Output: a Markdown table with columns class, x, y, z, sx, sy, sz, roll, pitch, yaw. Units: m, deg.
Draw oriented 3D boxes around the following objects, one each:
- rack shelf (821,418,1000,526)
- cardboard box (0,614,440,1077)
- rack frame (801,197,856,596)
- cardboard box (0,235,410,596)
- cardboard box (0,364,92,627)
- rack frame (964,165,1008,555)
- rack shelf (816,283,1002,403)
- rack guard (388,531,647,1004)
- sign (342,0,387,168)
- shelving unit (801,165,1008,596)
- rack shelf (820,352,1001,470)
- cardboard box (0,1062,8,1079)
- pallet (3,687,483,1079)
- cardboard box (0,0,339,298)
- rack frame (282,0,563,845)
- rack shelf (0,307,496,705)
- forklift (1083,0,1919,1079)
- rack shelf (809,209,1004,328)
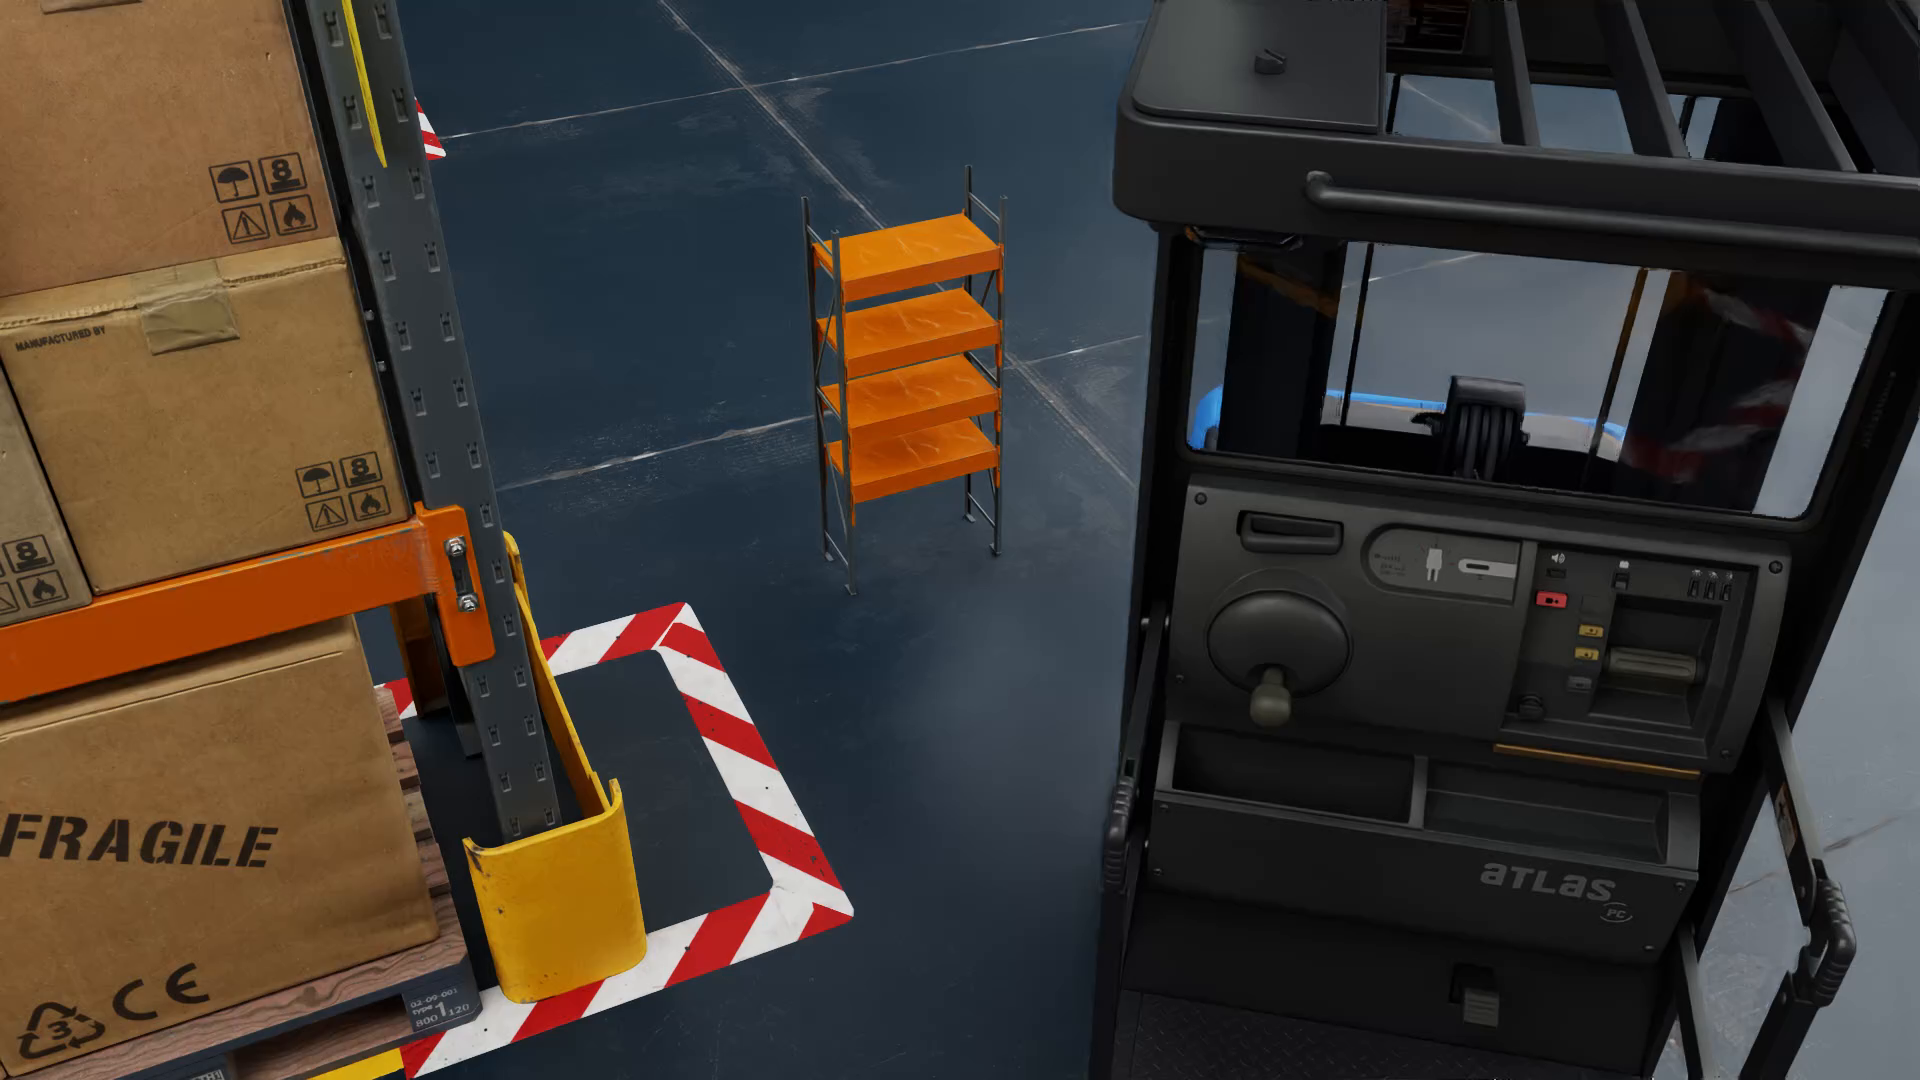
| class | x | y | z | sx | sy | sz | roll | pitch | yaw |
| --- | --- | --- | --- | --- | --- | --- | --- | --- | --- |
| rack shelf | -0.150 | -0.226 | 4.994 | 0.480 | 0.148 | 0.258 | -16 | 39 | -20 |
| cardboard box | -1.731 | 0.413 | 3.607 | 0.875 | 0.875 | 0.875 | -15 | 39 | -20 |
| rack frame | -0.371 | -0.378 | 4.753 | 0.015 | 1.200 | 0.240 | -16 | 39 | -20 |
| cardboard box | -1.462 | -0.421 | 3.174 | 0.550 | 0.550 | 0.875 | -16 | 39 | -20 |
| cardboard box | -1.951 | -0.270 | 2.971 | 0.550 | 0.550 | 0.875 | -16 | 39 | -20 |
| rack frame | 0.071 | -0.502 | 4.919 | 0.015 | 1.200 | 0.240 | -16 | 39 | -20 |
| rack shelf | -0.150 | -0.566 | 4.743 | 0.480 | 0.148 | 0.258 | -16 | 39 | -20 |
| rack guard | -1.124 | 0.518 | 4.131 | 0.348 | 0.500 | 1.175 | -16 | 39 | -20 |
| sign | -0.928 | -0.744 | 2.564 | 0.005 | 0.325 | 0.100 | -16 | 39 | -20 |
| shelving unit | -0.150 | -0.440 | 4.836 | 0.503 | 1.200 | 0.258 | -16 | 39 | -20 |
| rack shelf | -0.150 | -0.386 | 4.876 | 0.480 | 0.148 | 0.258 | -16 | 39 | -20 |
| cardboard box | -2.527 | 0.636 | 3.305 | 0.875 | 0.875 | 0.875 | -16 | 40 | -21 |
| pallet | -1.836 | 0.885 | 3.880 | 1.213 | 0.211 | 1.003 | -16 | 39 | -20 |
| cardboard box | -1.498 | -0.900 | 2.914 | 0.550 | 0.550 | 0.875 | -16 | 39 | -20 |
| rack frame | -1.146 | -0.479 | 3.379 | 0.127 | 3.000 | 1.000 | -16 | 39 | -20 |
| rack shelf | -2.956 | 0.316 | 2.910 | 4.000 | 0.370 | 1.077 | -16 | 39 | -20 |
| forklift | 0.775 | 0.210 | 2.507 | 1.130 | 2.935 | 3.031 | 7 | 37 | 10 |
| rack shelf | -0.150 | -0.756 | 4.602 | 0.480 | 0.148 | 0.258 | -16 | 39 | -20 |
